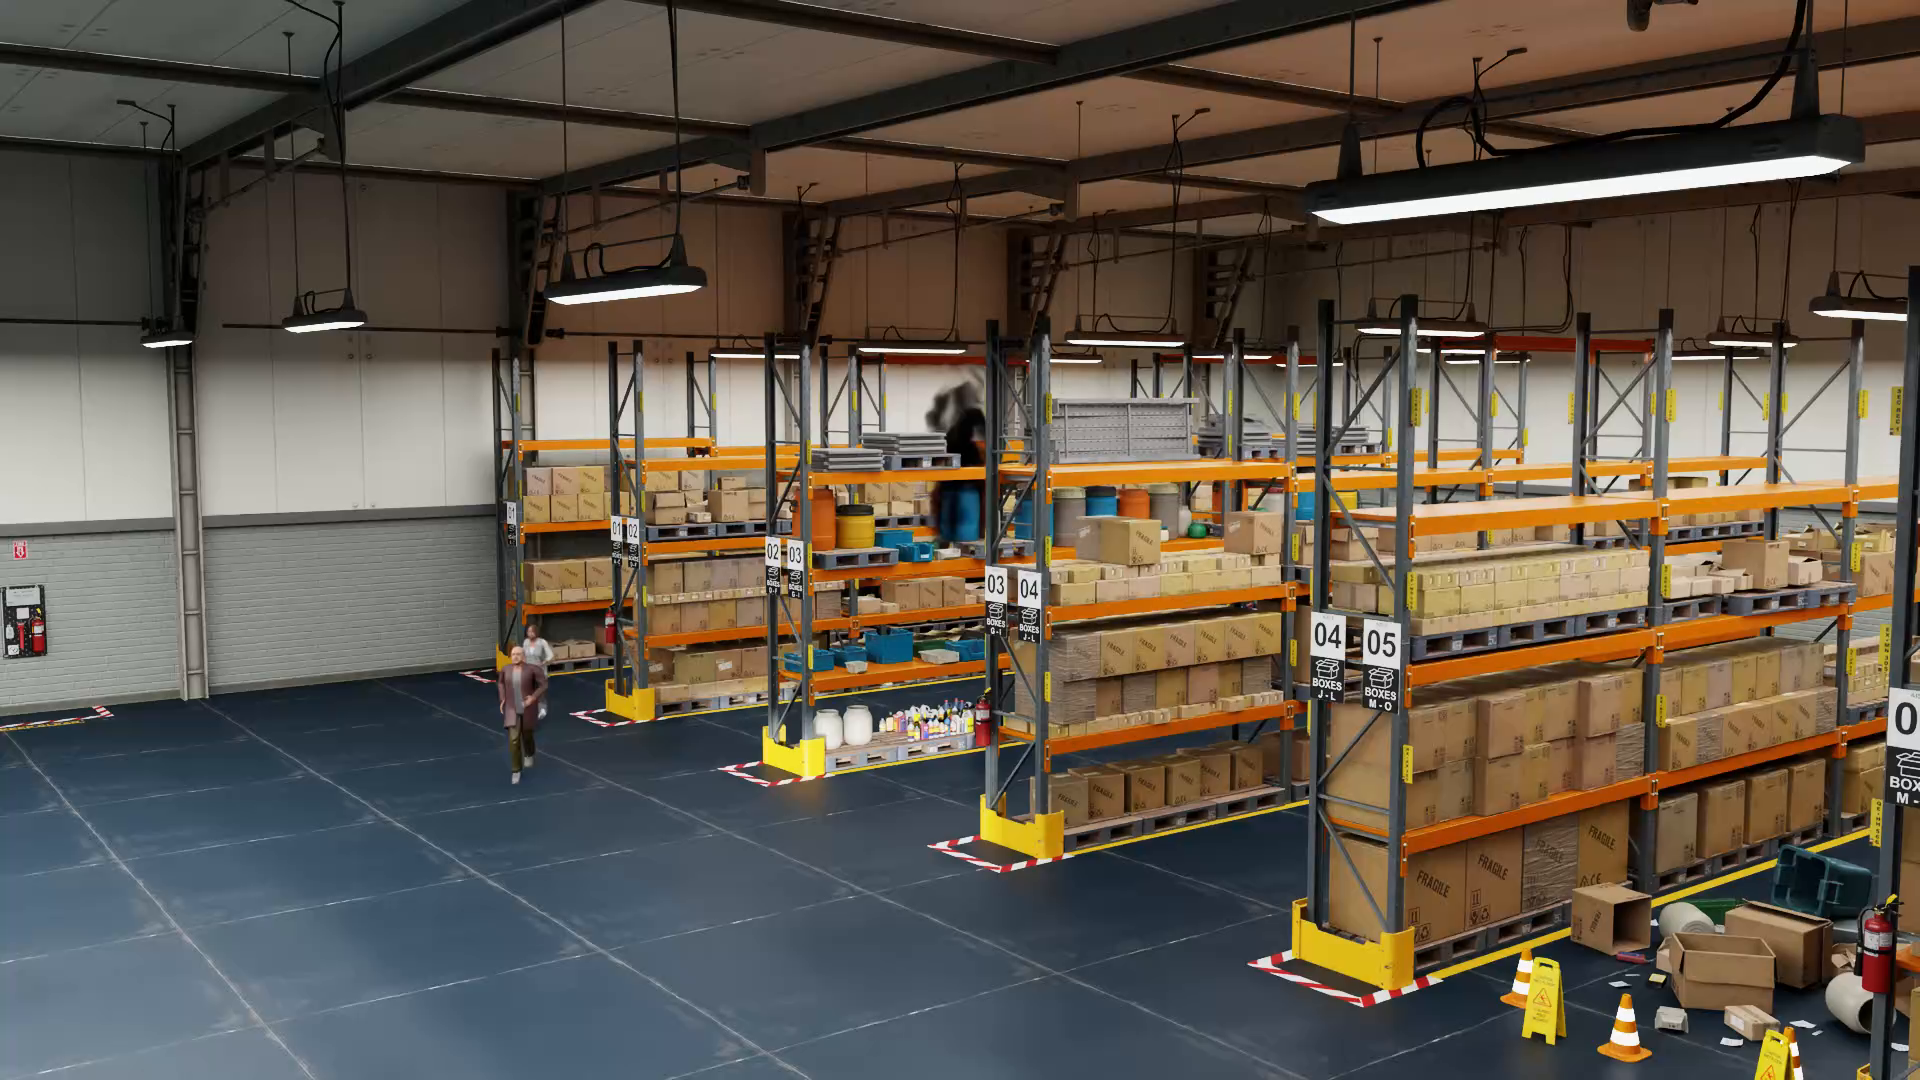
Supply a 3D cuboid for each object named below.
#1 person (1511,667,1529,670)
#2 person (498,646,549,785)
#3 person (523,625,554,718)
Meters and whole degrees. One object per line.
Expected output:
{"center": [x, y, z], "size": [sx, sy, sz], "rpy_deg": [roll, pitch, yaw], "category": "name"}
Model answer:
{"center": [7.268, 2.446, 21.575], "size": [0.732, 1.757, 0.578], "rpy_deg": [-4, 7, -40], "category": "person"}
{"center": [-5.880, 2.313, 22.383], "size": [0.700, 1.811, 0.923], "rpy_deg": [0, 5, -4], "category": "person"}
{"center": [-6.565, 2.100, 25.871], "size": [0.527, 1.617, 0.784], "rpy_deg": [0, 5, -1], "category": "person"}
